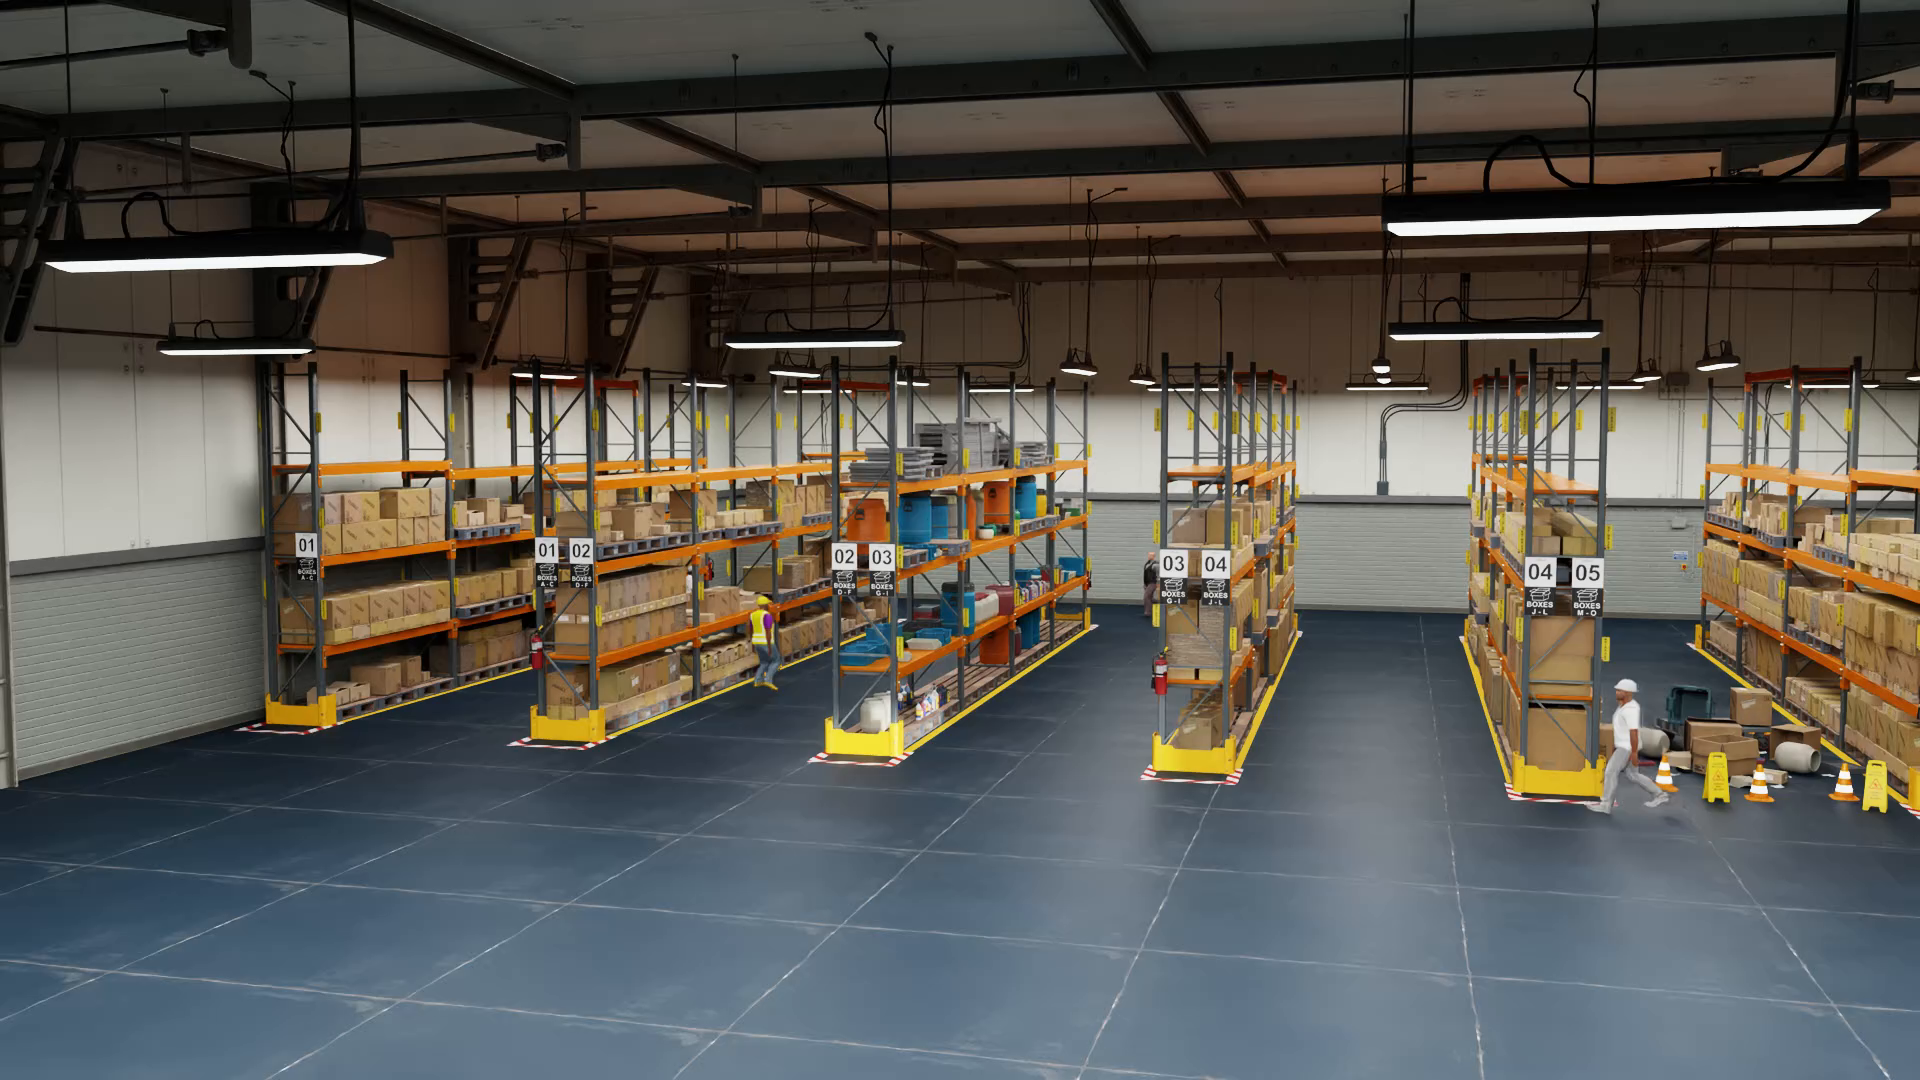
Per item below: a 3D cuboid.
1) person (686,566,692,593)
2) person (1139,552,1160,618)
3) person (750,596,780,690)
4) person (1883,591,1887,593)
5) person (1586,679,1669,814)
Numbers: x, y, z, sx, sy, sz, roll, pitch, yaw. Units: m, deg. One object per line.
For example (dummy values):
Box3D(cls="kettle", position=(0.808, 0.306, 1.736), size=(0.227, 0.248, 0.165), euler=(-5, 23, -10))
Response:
Box3D(cls="person", position=(-6.323, 1.439, 38.883), size=(0.489, 1.664, 0.522), euler=(-3, 5, -32))
Box3D(cls="person", position=(4.932, 1.141, 42.694), size=(0.782, 1.699, 0.527), euler=(-1, 4, -17))
Box3D(cls="person", position=(-3.551, 1.854, 29.883), size=(0.584, 1.697, 0.557), euler=(2, 5, 29))
Box3D(cls="person", position=(20.737, 1.497, 37.027), size=(0.738, 1.765, 0.592), euler=(1, 4, 14))
Box3D(cls="person", position=(8.548, 2.642, 21.235), size=(1.019, 1.731, 0.572), euler=(1, 4, 14))
